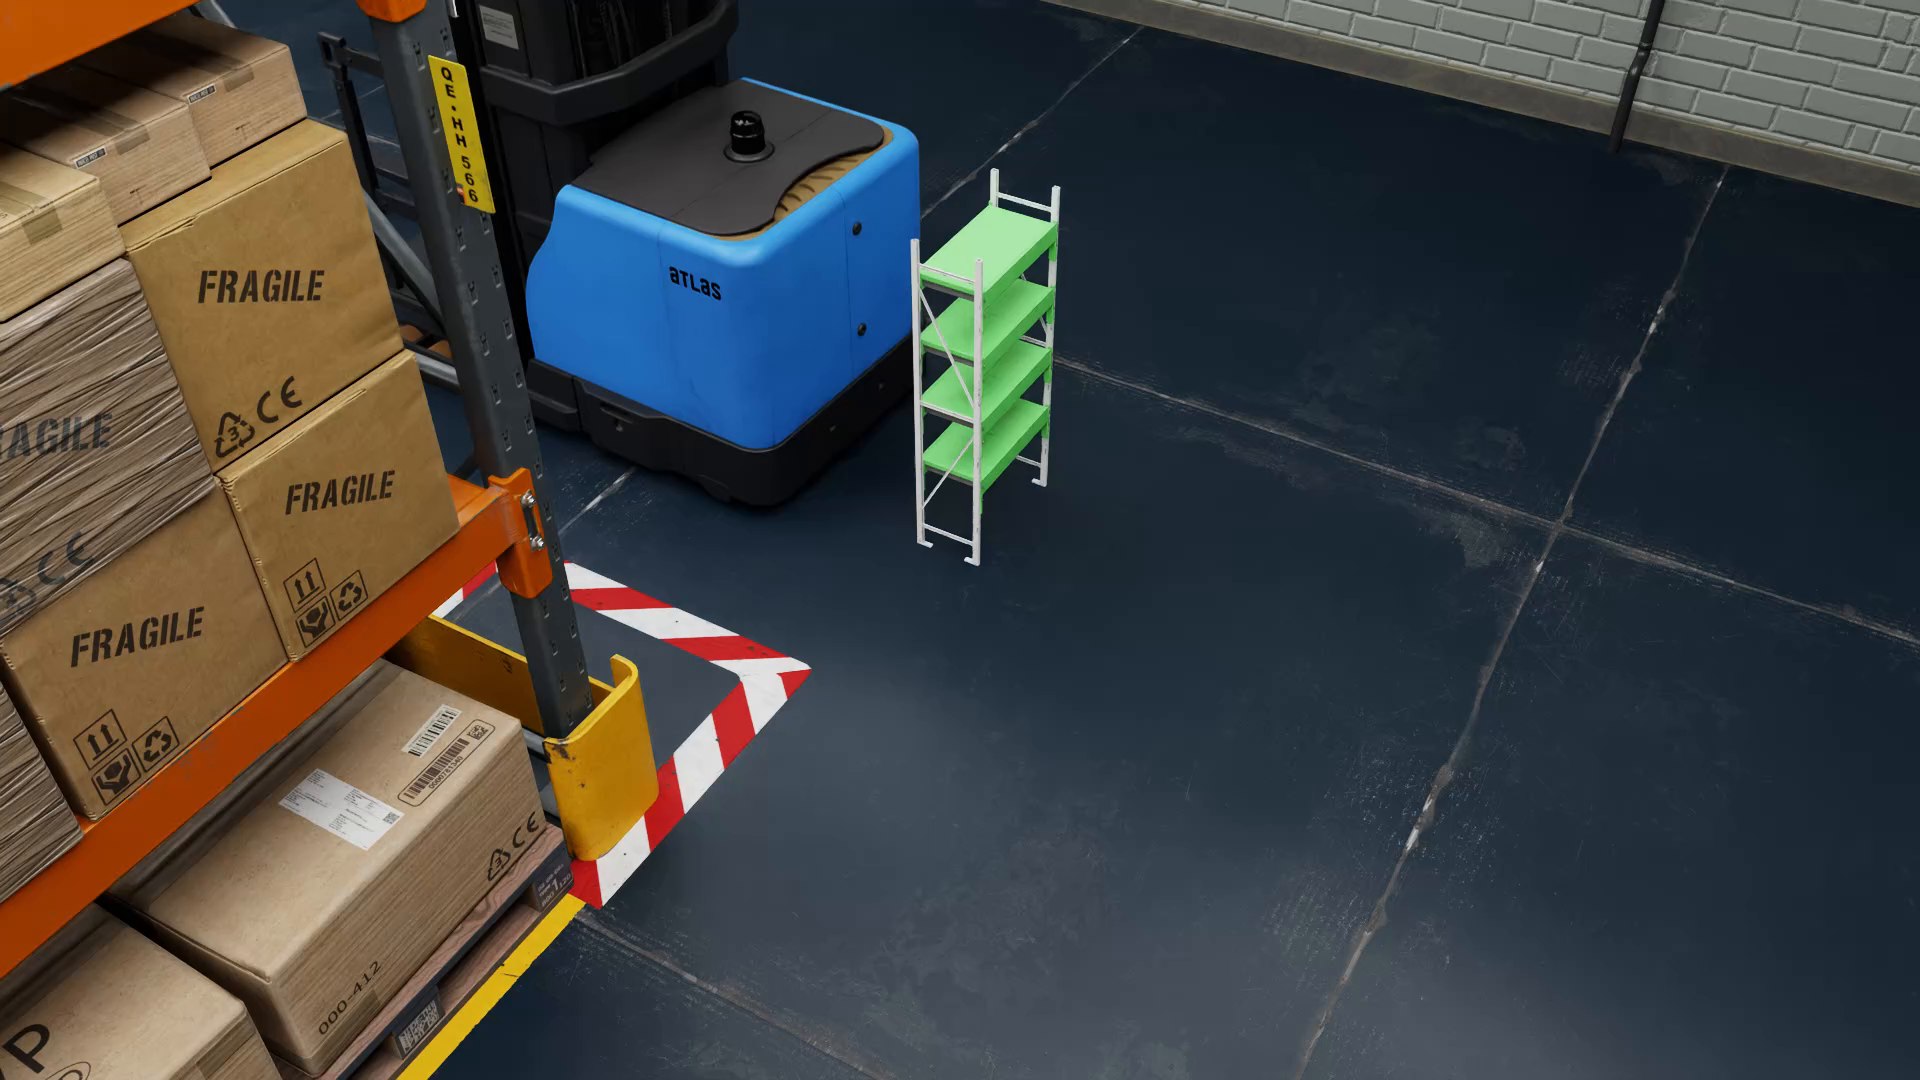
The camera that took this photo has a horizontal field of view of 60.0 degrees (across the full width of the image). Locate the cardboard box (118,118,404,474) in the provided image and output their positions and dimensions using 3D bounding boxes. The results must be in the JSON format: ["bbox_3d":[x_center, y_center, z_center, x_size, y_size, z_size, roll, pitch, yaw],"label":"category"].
[{"bbox_3d":[-1.502,-0.534,3.255,0.500,0.500,0.500,22,46,23],"label":"cardboard box"}]

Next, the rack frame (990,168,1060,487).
[{"bbox_3d":[0.205,-0.685,5.620,0.240,1.200,0.015,21,45,22],"label":"rack frame"}]

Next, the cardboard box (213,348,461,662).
[{"bbox_3d":[-1.479,-0.150,3.575,0.500,0.500,0.500,21,46,22],"label":"cardboard box"}]

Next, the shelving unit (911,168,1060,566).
[{"bbox_3d":[0.083,-0.545,5.461,0.258,1.200,0.503,21,45,22],"label":"shelving unit"}]

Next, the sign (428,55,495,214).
[{"bbox_3d":[-1.004,-0.812,3.347,0.100,0.325,0.005,21,45,22],"label":"sign"}]

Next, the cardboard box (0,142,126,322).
[{"bbox_3d":[-1.635,-0.532,2.761,0.380,0.149,0.250,20,45,22],"label":"cardboard box"}]

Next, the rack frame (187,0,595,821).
[{"bbox_3d":[-1.467,-0.476,4.021,1.000,3.000,0.127,21,45,22],"label":"rack frame"}]

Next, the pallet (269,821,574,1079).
[{"bbox_3d":[-1.799,1.054,4.394,1.003,0.211,1.213,21,45,22],"label":"pallet"}]

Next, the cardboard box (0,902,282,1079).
[{"bbox_3d":[-2.161,1.265,3.665,0.875,0.438,0.875,22,46,23],"label":"cardboard box"}]

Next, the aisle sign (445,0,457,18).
[{"bbox_3d":[-1.162,-1.390,3.092,0.394,0.787,0.004,21,45,22],"label":"aisle sign"}]

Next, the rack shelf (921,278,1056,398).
[{"bbox_3d":[0.083,-0.677,5.345,0.258,0.148,0.480,21,45,22],"label":"rack shelf"}]

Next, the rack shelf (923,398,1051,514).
[{"bbox_3d":[0.083,-0.317,5.662,0.258,0.148,0.480,21,45,22],"label":"rack shelf"}]

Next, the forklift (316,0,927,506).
[{"bbox_3d":[-1.643,-1.970,5.770,3.031,2.935,1.130,23,46,24],"label":"forklift"}]

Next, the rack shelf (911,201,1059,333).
[{"bbox_3d":[0.083,-0.857,5.186,0.258,0.148,0.480,21,45,22],"label":"rack shelf"}]

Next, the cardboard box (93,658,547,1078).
[{"bbox_3d":[-1.710,0.739,4.263,0.875,0.438,0.875,19,45,21],"label":"cardboard box"}]

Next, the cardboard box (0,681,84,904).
[{"bbox_3d":[-1.992,0.430,2.917,0.500,0.500,0.500,22,46,23],"label":"cardboard box"}]

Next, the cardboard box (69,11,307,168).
[{"bbox_3d":[-1.473,-0.861,3.135,0.380,0.149,0.250,22,46,23],"label":"cardboard box"}]

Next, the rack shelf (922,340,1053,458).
[{"bbox_3d":[0.083,-0.497,5.503,0.258,0.148,0.480,21,45,22],"label":"rack shelf"}]

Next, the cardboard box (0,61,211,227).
[{"bbox_3d":[-1.579,-0.708,2.961,0.380,0.149,0.250,22,46,23],"label":"cardboard box"}]

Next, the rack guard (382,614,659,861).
[{"bbox_3d":[-1.455,0.448,4.863,1.175,0.500,0.348,21,45,22],"label":"rack guard"}]

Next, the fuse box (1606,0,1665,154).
[{"bbox_3d":[3.080,-2.449,7.236,0.539,1.711,0.414,21,45,22],"label":"fuse box"}]

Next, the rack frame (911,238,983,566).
[{"bbox_3d":[-0.039,-0.405,5.302,0.240,1.200,0.015,21,45,22],"label":"rack frame"}]

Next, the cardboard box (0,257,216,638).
[{"bbox_3d":[-1.738,-0.226,2.904,0.500,0.500,0.500,21,46,22],"label":"cardboard box"}]

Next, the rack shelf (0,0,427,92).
[{"bbox_3d":[-2.468,-0.187,1.968,1.077,0.370,4.000,21,45,22],"label":"rack shelf"}]

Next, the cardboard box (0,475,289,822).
[{"bbox_3d":[-1.743,0.132,3.255,0.500,0.500,0.500,20,45,21],"label":"cardboard box"}]

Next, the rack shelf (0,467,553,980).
[{"bbox_3d":[-2.468,0.938,2.959,1.077,0.370,4.000,21,45,22],"label":"rack shelf"}]
